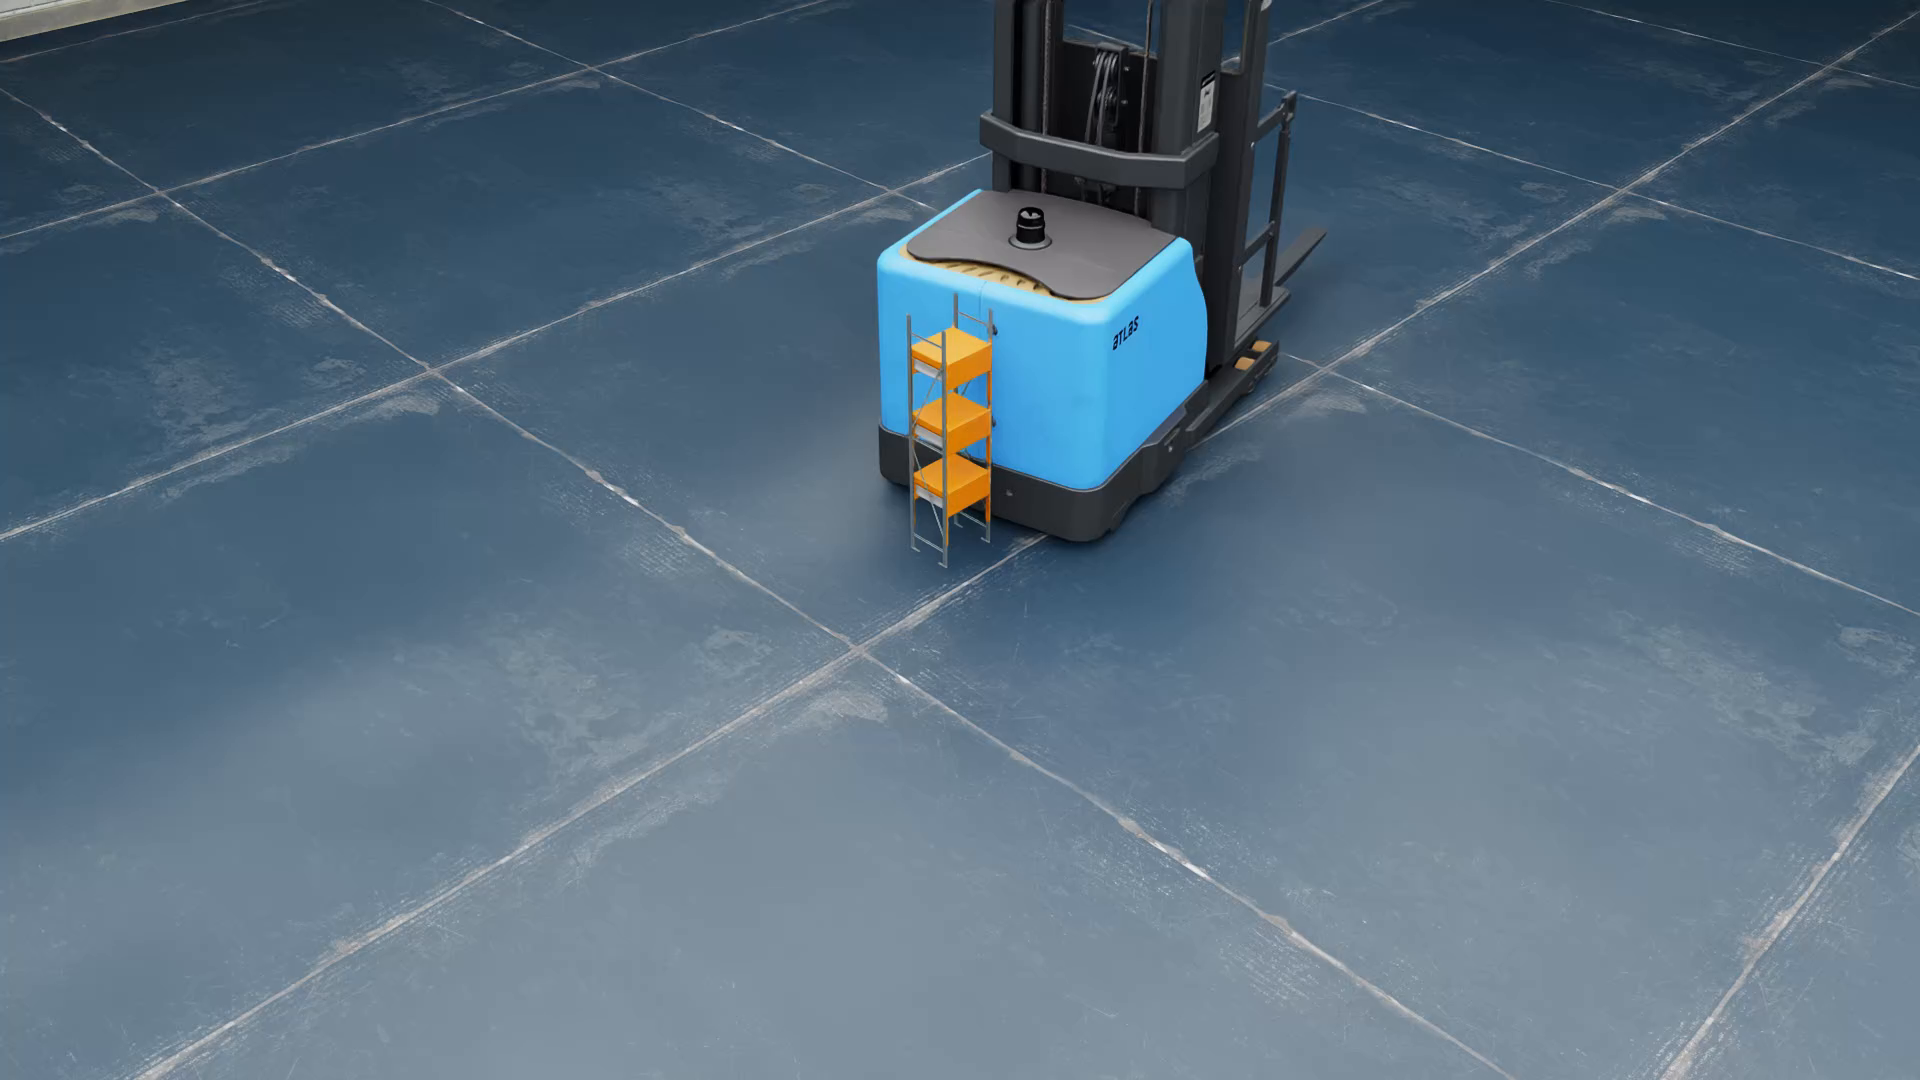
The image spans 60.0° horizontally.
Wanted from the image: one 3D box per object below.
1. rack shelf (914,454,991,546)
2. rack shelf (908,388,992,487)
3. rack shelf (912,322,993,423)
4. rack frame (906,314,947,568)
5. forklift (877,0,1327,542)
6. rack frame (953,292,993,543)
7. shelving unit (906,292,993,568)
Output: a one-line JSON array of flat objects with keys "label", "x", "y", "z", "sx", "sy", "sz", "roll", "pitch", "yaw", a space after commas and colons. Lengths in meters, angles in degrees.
[{"label": "rack shelf", "x": -0.038, "y": -0.172, "z": 6.584, "sx": 0.215, "sy": 0.259, "sz": 0.240, "roll": 30, "pitch": 45, "yaw": 35}, {"label": "rack shelf", "x": -0.038, "y": -0.400, "z": 6.425, "sx": 0.215, "sy": 0.259, "sz": 0.240, "roll": 30, "pitch": 45, "yaw": 35}, {"label": "rack shelf", "x": -0.038, "y": -0.633, "z": 6.262, "sx": 0.215, "sy": 0.259, "sz": 0.240, "roll": 30, "pitch": 45, "yaw": 35}, {"label": "rack frame", "x": -0.124, "y": -0.359, "z": 6.348, "sx": 0.200, "sy": 1.050, "sz": 0.008, "roll": 30, "pitch": 45, "yaw": 35}, {"label": "forklift", "x": 0.851, "y": -2.009, "z": 7.069, "sx": 1.130, "sy": 2.935, "sz": 3.031, "roll": 19, "pitch": 39, "yaw": 25}, {"label": "rack frame", "x": 0.048, "y": -0.458, "z": 6.490, "sx": 0.200, "sy": 1.050, "sz": 0.008, "roll": 30, "pitch": 45, "yaw": 35}, {"label": "shelving unit", "x": -0.038, "y": -0.409, "z": 6.419, "sx": 0.215, "sy": 1.050, "sz": 0.252, "roll": 30, "pitch": 45, "yaw": 35}]
